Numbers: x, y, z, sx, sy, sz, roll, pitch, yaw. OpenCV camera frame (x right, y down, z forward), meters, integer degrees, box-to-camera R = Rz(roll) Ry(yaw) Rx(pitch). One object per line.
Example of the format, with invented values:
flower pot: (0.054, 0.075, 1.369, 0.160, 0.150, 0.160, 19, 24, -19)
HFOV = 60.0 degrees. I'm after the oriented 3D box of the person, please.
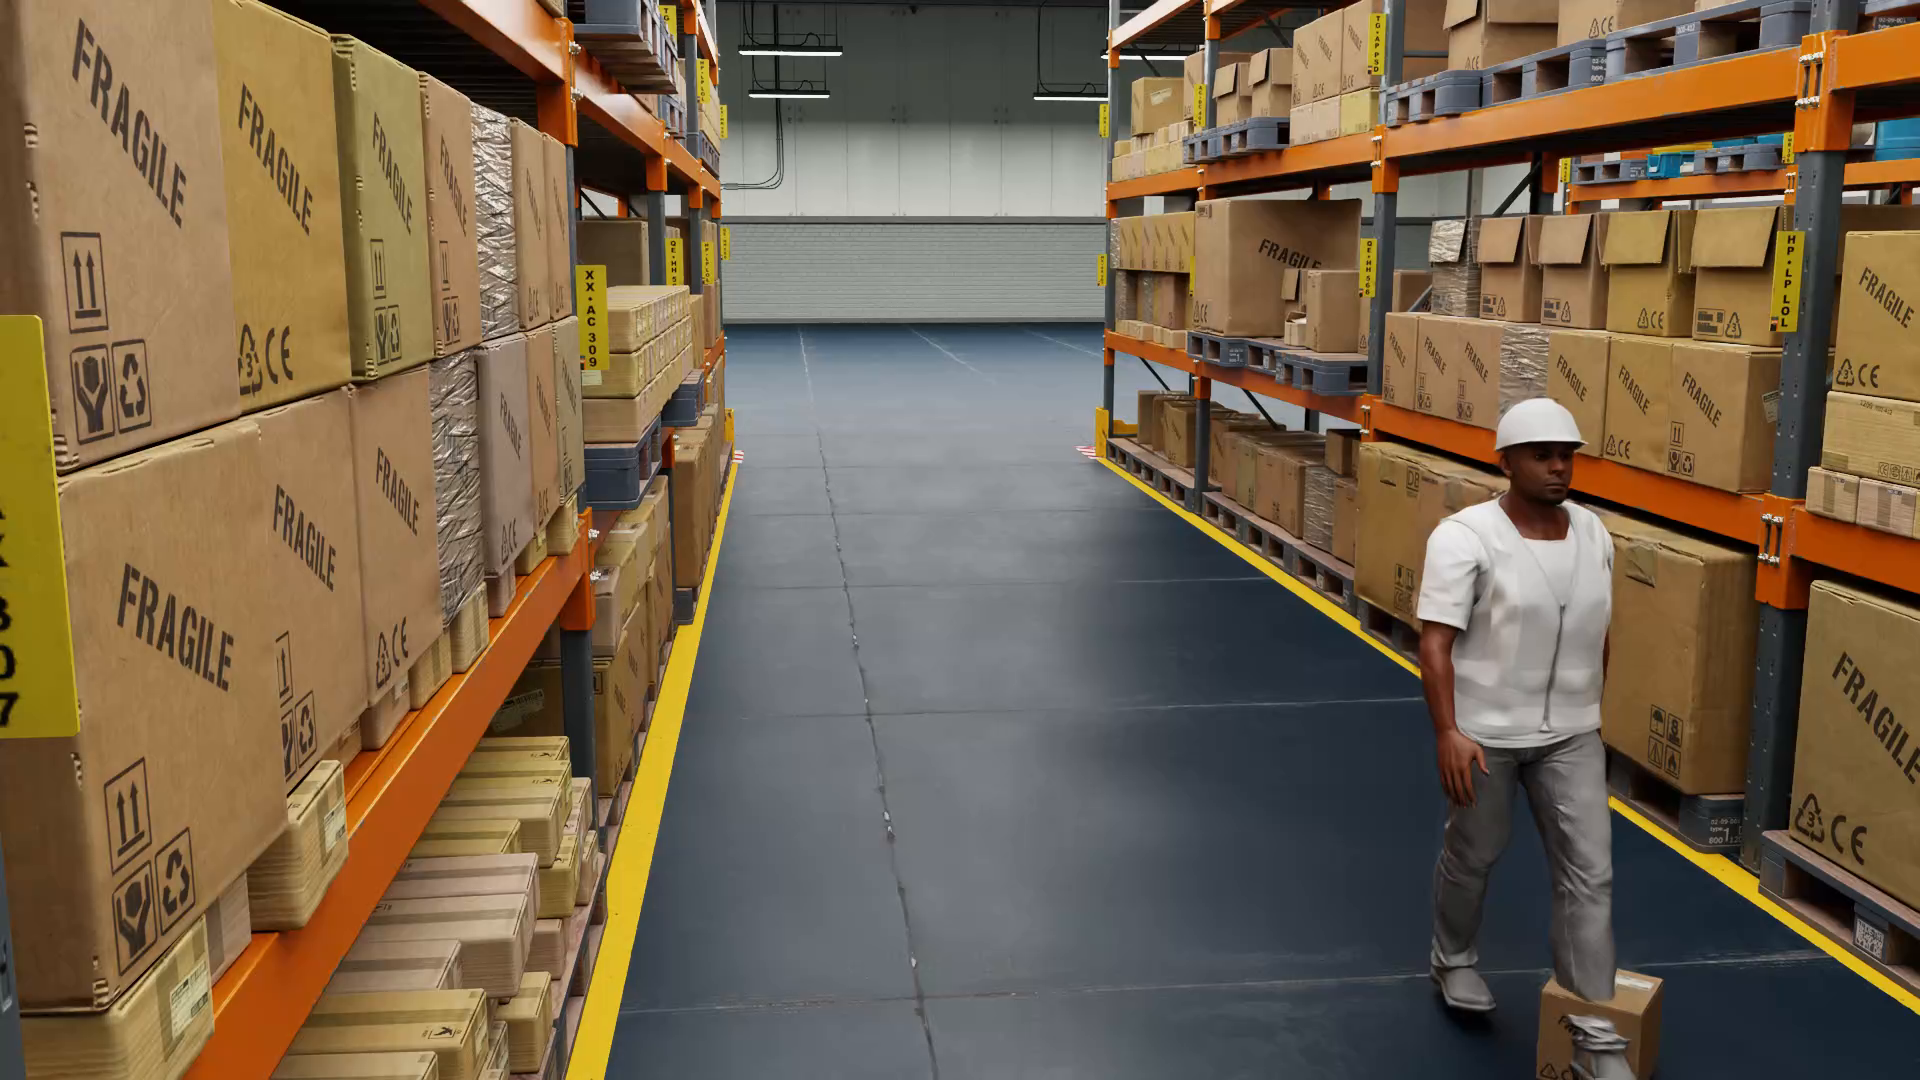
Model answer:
person: (1.494, 0.514, 4.336, 0.614, 1.751, 0.889, -1, 10, -7)
